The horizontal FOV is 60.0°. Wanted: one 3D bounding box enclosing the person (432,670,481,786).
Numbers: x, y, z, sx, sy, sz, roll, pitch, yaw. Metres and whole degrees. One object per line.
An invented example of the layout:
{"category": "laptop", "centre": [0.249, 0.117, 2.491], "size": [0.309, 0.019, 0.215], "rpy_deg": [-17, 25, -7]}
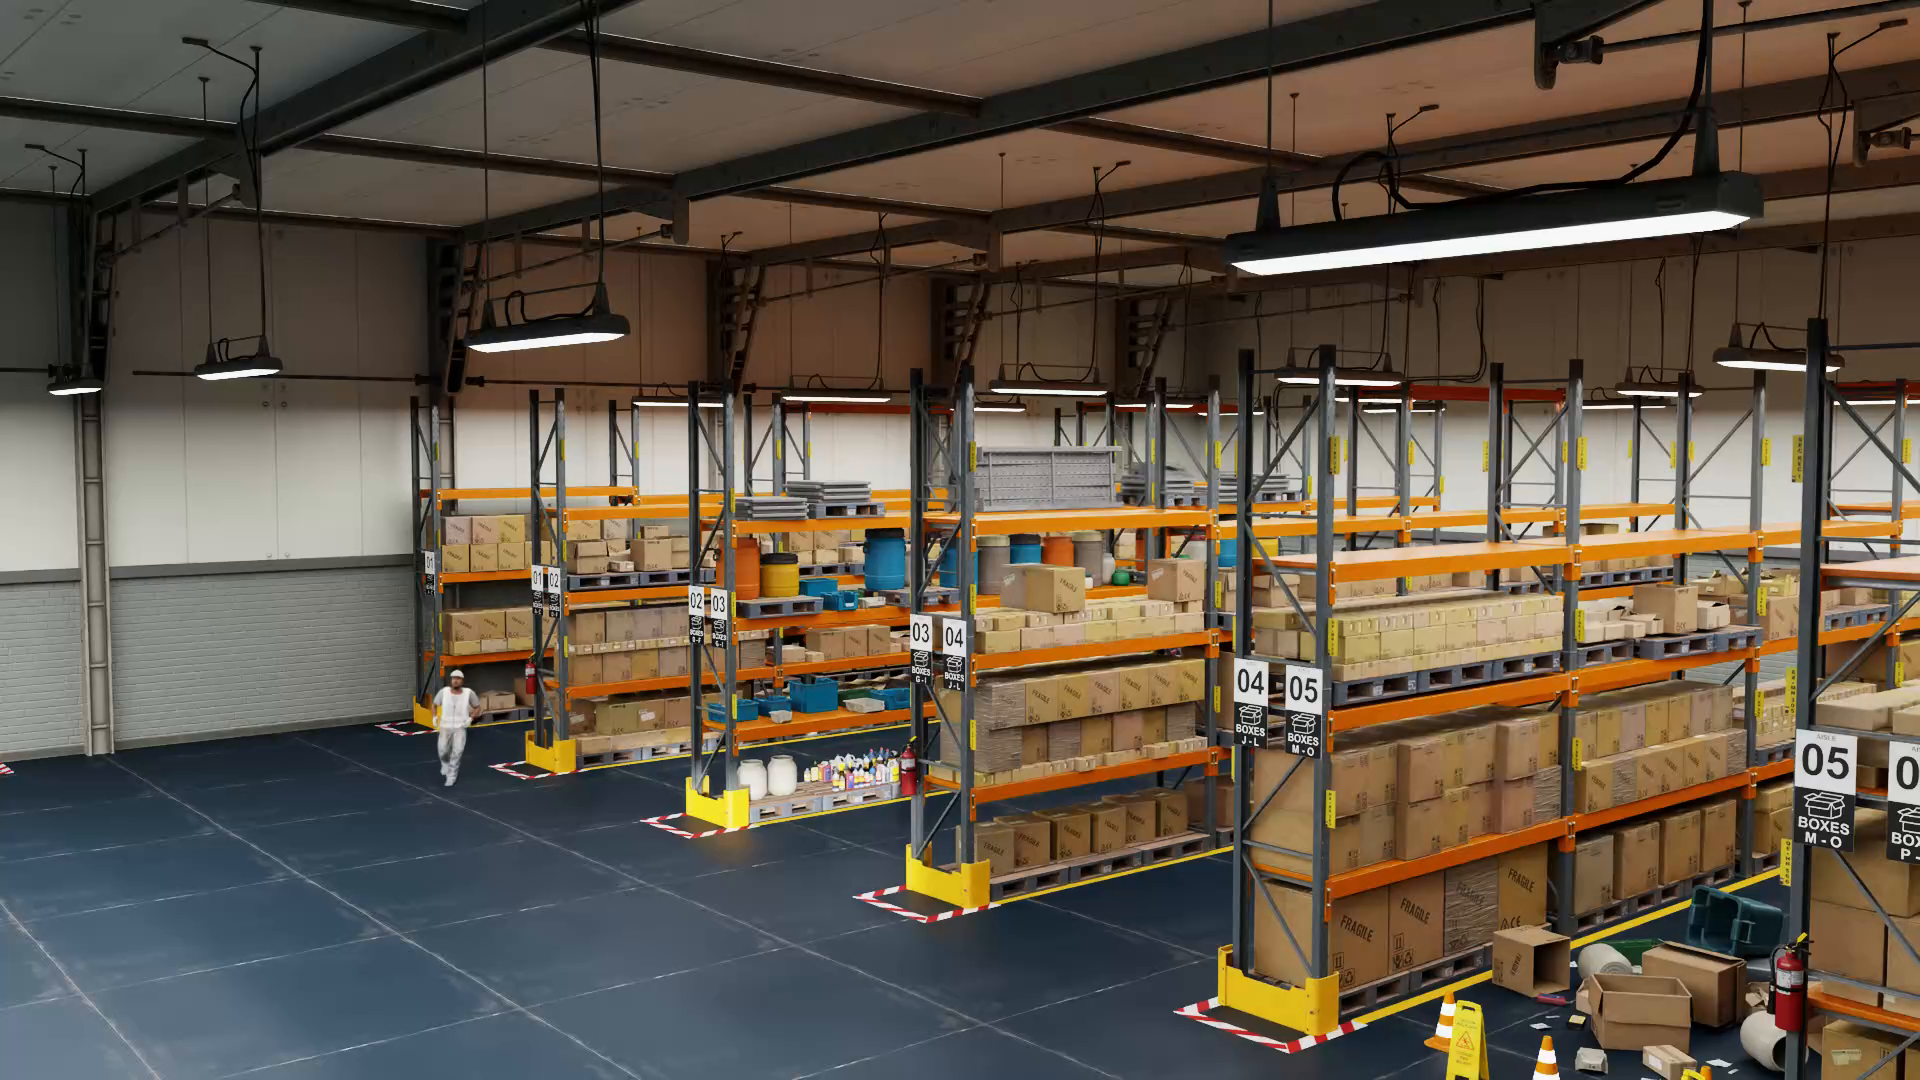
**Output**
{"category": "person", "centre": [-7.615, 2.821, 25.137], "size": [0.715, 1.729, 0.579], "rpy_deg": [-1, 3, -10]}
